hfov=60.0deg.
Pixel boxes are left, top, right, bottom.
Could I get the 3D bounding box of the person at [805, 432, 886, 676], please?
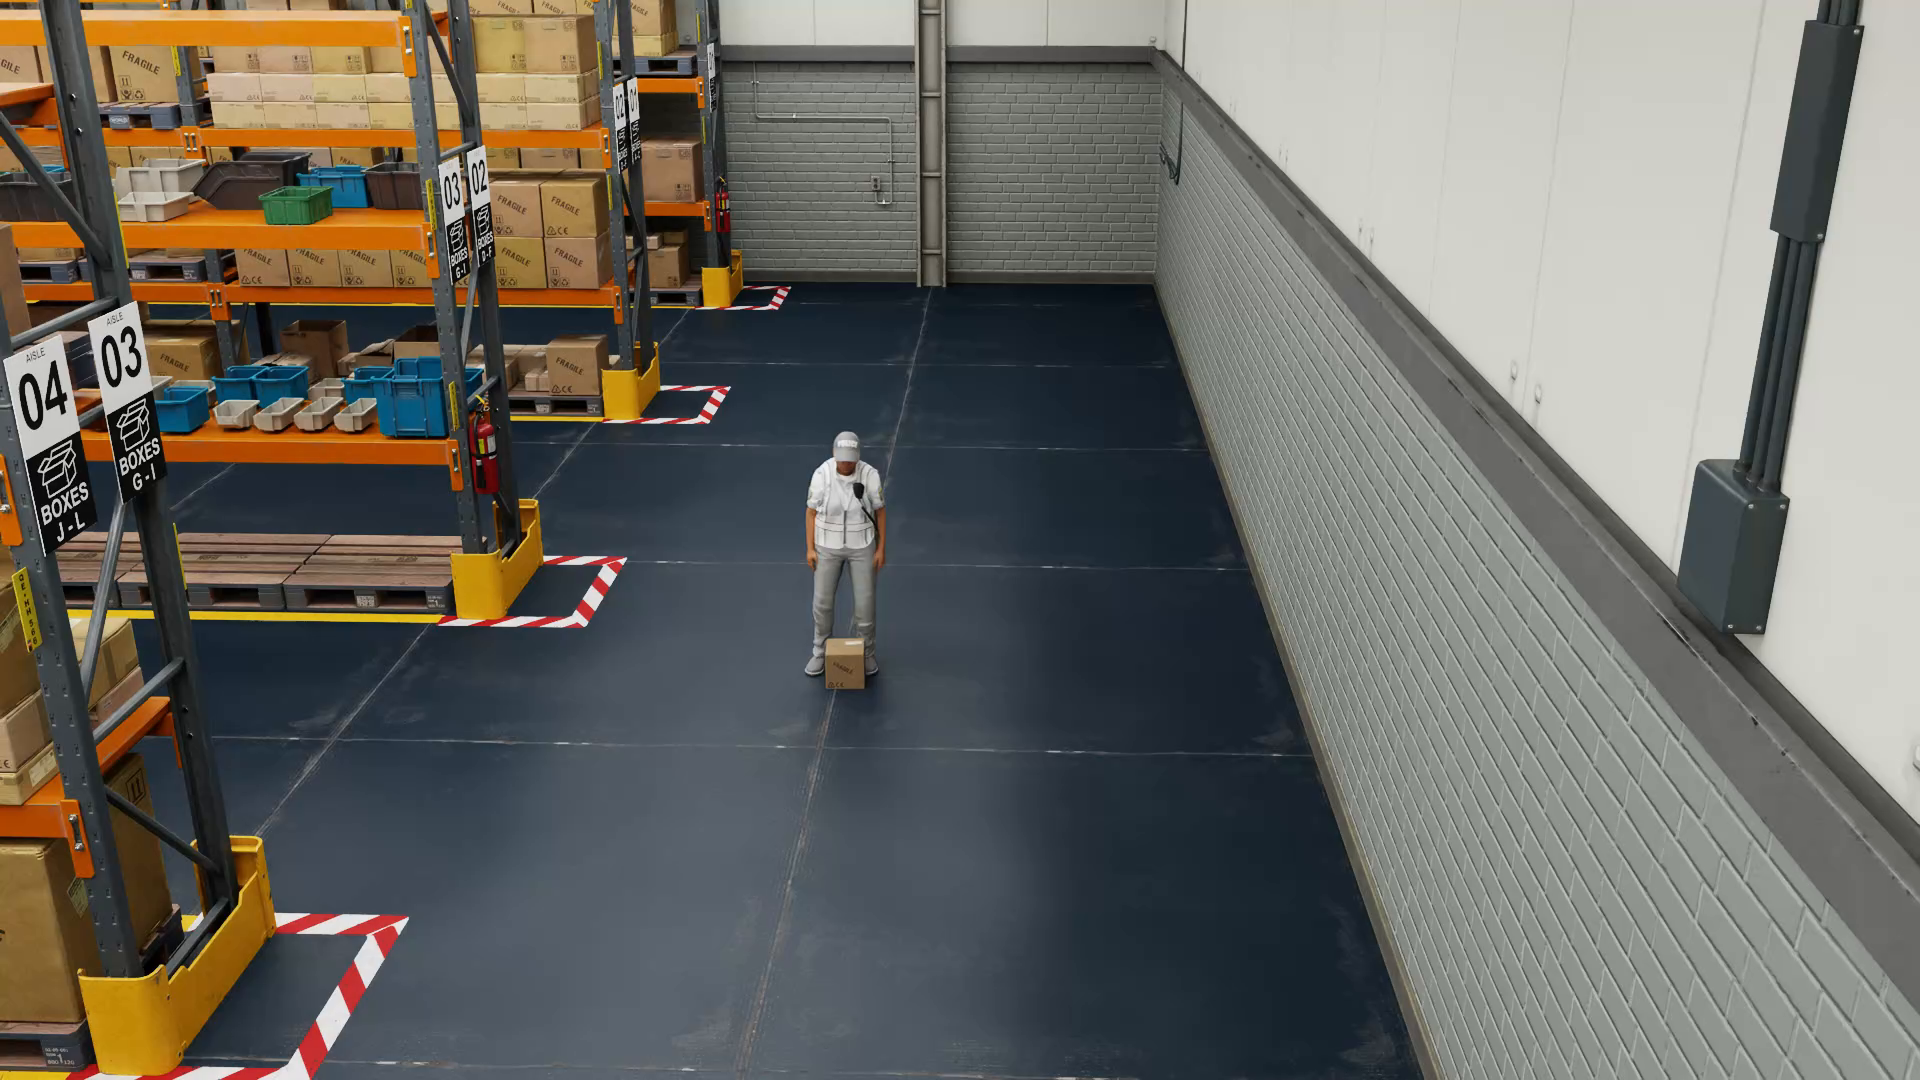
[{"bbox_3d":[-0.758,0.074,10.880,0.555,1.665,0.467,-1,21,-1],"label":"person"}]
